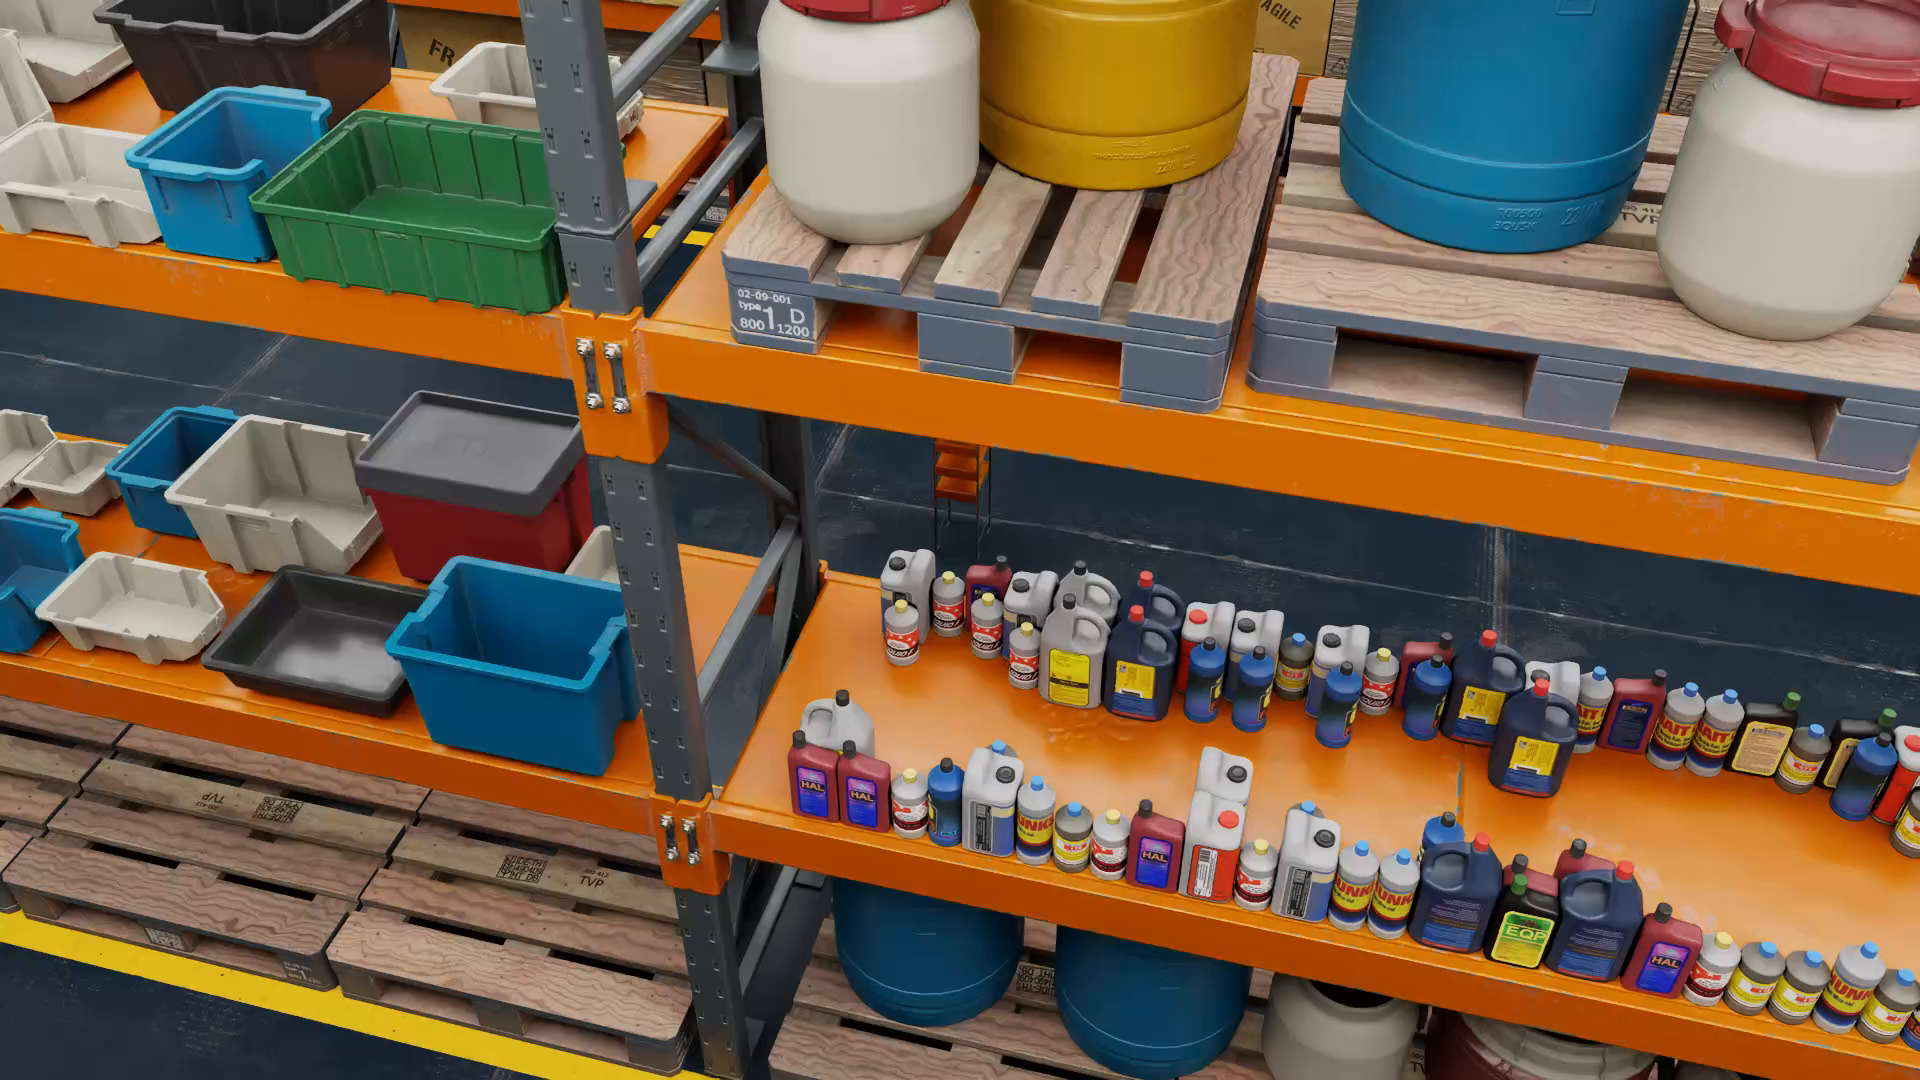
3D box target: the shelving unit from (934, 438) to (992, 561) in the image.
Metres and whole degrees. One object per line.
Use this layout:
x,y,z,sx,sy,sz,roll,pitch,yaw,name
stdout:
0.014,-0.457,6.861,0.189,1.200,0.258,10,41,11,shelving unit

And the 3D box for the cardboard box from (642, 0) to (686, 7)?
-1.456,-2.891,8.555,0.250,0.149,0.380,9,41,10,cardboard box

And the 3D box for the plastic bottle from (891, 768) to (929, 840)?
-0.127,0.668,4.277,0.097,0.201,0.097,0,40,0,plastic bottle

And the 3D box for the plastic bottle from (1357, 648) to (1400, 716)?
1.161,0.384,4.614,0.097,0.201,0.097,0,40,0,plastic bottle

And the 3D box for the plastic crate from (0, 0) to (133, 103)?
-2.420,-1.287,4.323,0.530,0.136,0.437,10,41,11,plastic crate

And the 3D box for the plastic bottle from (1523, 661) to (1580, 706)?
1.573,0.445,4.484,0.135,0.276,0.152,10,41,11,plastic bottle

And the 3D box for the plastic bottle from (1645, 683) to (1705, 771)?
1.915,0.487,4.437,0.097,0.271,0.097,0,40,0,plastic bottle

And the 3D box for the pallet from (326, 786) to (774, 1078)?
-1.337,1.206,5.650,1.213,0.211,1.003,10,41,11,pallet

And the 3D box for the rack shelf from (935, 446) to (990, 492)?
0.014,-0.331,6.967,0.180,0.103,0.258,10,41,11,rack shelf

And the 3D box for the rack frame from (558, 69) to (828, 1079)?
-0.616,0.236,4.637,0.127,3.000,1.000,10,41,11,rack frame

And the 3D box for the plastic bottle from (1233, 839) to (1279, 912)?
0.732,0.816,4.101,0.097,0.201,0.097,0,40,0,plastic bottle

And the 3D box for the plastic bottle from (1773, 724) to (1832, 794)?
2.232,0.569,4.395,0.097,0.201,0.097,0,40,0,plastic bottle

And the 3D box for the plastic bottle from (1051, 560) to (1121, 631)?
0.356,0.204,4.713,0.185,0.351,0.144,10,41,11,plastic bottle

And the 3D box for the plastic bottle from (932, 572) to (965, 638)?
-0.033,0.179,4.859,0.097,0.201,0.097,0,40,0,plastic bottle

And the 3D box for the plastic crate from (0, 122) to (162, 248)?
-1.943,-0.787,3.727,0.466,0.136,0.293,10,41,11,plastic crate

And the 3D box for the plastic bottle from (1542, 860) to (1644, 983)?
1.500,0.875,3.914,0.185,0.351,0.144,10,41,11,plastic bottle

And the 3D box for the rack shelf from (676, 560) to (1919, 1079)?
1.316,0.844,4.472,4.000,0.370,1.077,10,41,11,rack shelf

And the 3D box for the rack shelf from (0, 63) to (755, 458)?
-2.548,-0.970,4.299,4.000,0.370,1.077,10,41,11,rack shelf

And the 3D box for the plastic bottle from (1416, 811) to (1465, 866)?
1.181,0.770,4.100,0.097,0.271,0.097,0,40,0,plastic bottle

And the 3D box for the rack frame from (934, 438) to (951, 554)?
-0.074,-0.472,6.879,0.006,1.200,0.240,10,41,11,rack frame

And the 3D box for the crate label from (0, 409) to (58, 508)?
-3.094,-0.240,5.361,0.243,0.136,0.396,10,41,11,crate label

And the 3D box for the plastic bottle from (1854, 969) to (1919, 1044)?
2.135,1.057,3.813,0.097,0.201,0.097,0,40,0,plastic bottle

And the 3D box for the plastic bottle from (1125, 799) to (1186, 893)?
0.485,0.754,4.110,0.133,0.283,0.061,10,41,11,plastic bottle

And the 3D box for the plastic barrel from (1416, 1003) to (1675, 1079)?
1.680,1.405,4.793,0.708,0.588,0.600,10,41,11,plastic barrel

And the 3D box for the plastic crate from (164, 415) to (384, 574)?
-2.044,-0.110,5.094,0.530,0.282,0.437,10,41,11,plastic crate

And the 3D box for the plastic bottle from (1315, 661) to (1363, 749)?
1.028,0.436,4.499,0.097,0.271,0.097,0,40,0,plastic bottle

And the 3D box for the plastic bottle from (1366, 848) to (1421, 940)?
1.050,0.844,4.013,0.097,0.271,0.097,0,40,0,plastic bottle

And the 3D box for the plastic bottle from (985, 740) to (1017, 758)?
0.100,0.606,4.351,0.097,0.201,0.097,0,40,0,plastic bottle

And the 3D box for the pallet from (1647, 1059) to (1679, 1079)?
2.475,1.863,4.867,1.213,0.211,1.003,10,41,11,pallet

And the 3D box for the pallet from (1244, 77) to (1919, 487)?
1.262,-0.584,3.428,1.213,0.211,1.003,10,41,11,pallet

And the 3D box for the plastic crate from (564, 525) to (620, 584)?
-1.029,0.148,4.900,0.243,0.136,0.396,10,41,11,plastic crate

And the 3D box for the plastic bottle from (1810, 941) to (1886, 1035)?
2.041,1.014,3.810,0.097,0.271,0.097,0,40,0,plastic bottle

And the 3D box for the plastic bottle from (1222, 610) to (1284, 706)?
0.818,0.315,4.639,0.135,0.276,0.152,10,41,11,plastic bottle

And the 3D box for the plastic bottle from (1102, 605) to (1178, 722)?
0.497,0.325,4.570,0.185,0.351,0.144,10,41,11,plastic bottle

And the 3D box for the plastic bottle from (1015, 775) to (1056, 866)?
0.191,0.696,4.189,0.097,0.271,0.097,0,40,0,plastic bottle

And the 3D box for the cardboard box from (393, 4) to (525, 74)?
-2.561,-2.797,9.573,0.875,0.875,0.875,10,41,11,cardboard box

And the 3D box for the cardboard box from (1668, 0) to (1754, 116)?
3.507,-2.229,7.494,0.500,0.500,0.500,9,41,11,cardboard box

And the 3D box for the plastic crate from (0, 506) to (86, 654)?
-2.765,0.126,4.851,0.300,0.233,0.416,10,41,11,plastic crate

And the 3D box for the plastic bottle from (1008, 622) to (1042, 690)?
0.187,0.318,4.693,0.097,0.201,0.097,0,40,0,plastic bottle

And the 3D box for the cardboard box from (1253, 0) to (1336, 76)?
1.530,-2.565,7.894,0.500,0.500,0.500,10,41,11,cardboard box

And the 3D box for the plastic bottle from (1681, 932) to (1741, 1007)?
1.759,0.993,3.890,0.097,0.201,0.097,0,40,0,plastic bottle

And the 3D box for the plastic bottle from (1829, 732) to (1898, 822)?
2.346,0.602,4.301,0.097,0.271,0.097,0,40,0,plastic bottle

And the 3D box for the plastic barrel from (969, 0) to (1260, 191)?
0.318,-1.120,3.446,0.600,0.588,0.600,0,40,0,plastic barrel

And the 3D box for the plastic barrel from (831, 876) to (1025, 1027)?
-0.095,0.980,5.056,0.708,0.901,0.600,10,41,11,plastic barrel
